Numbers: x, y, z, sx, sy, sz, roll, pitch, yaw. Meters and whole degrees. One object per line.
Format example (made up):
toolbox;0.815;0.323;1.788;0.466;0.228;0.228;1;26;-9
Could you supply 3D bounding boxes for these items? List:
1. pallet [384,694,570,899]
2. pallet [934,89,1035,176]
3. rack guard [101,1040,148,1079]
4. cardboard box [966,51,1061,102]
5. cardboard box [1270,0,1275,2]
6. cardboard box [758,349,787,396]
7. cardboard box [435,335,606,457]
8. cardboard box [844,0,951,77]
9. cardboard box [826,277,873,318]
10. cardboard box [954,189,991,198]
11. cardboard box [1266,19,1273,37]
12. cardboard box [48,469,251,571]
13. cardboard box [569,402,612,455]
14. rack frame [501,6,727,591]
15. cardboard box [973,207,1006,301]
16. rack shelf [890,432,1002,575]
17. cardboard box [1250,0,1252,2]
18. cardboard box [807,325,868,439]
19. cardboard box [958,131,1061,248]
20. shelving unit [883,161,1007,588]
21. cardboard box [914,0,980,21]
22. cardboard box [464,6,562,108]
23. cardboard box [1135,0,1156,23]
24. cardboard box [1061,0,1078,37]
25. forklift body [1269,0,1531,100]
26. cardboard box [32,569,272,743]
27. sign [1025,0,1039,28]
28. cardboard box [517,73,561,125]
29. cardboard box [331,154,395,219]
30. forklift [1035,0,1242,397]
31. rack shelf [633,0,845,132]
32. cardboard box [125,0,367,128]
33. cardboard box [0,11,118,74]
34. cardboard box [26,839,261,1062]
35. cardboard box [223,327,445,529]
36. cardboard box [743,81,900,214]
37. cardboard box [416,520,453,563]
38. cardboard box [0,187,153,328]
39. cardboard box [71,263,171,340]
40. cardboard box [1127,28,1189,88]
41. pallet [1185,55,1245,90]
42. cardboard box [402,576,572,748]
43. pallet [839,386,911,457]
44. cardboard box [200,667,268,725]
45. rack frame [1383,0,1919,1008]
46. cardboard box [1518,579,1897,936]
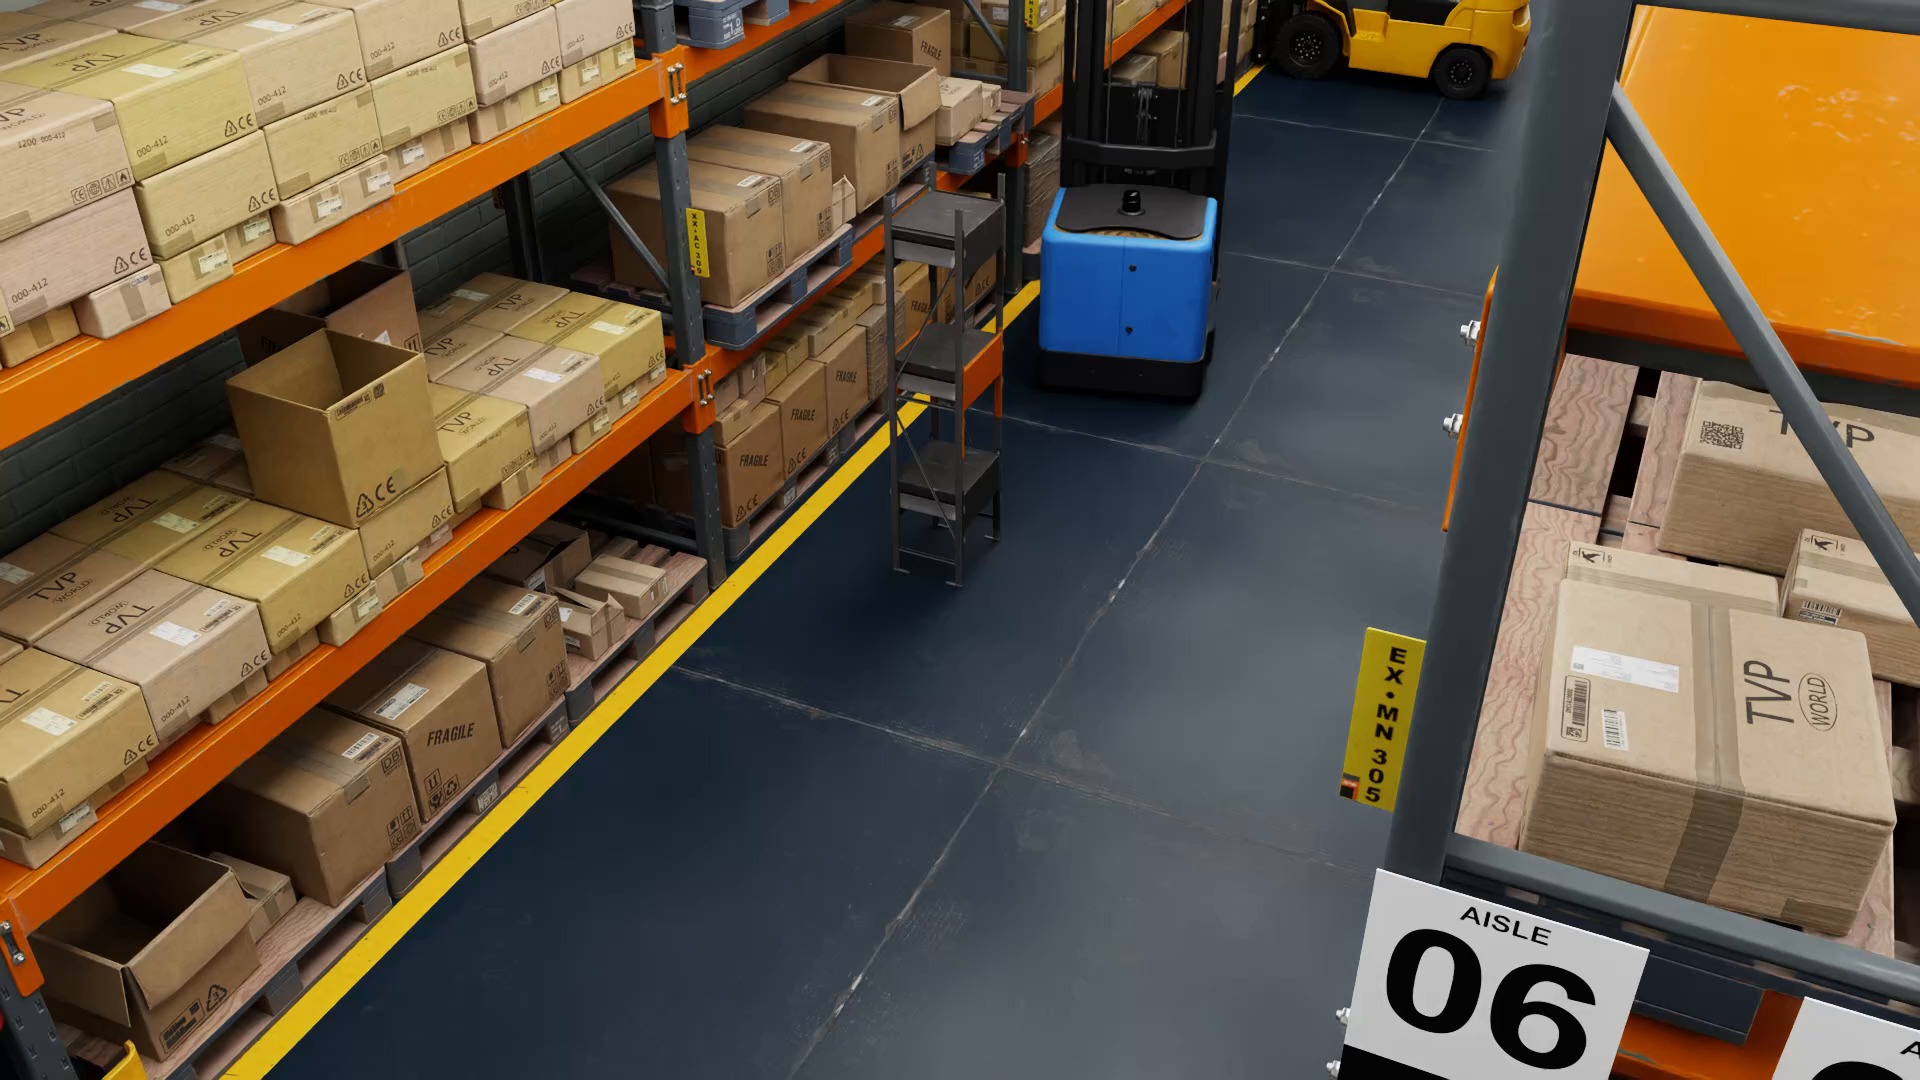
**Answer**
pallet;-2.509;0.986;7.422;1.003;0.211;1.213;14;36;20
pallet;-0.258;-2.690;10.660;1.213;0.211;1.003;14;36;20
rack guard;-3.353;1.868;5.813;1.175;0.500;0.348;14;36;20
cardboard box;0.370;-3.226;11.439;0.500;0.250;0.500;14;36;21
cardboard box;2.760;-5.271;16.090;0.500;0.250;0.500;14;36;20
cardboard box;-1.177;-0.937;9.117;0.380;0.149;0.250;12;35;18
cardboard box;-1.899;-0.631;7.210;0.500;0.250;0.500;14;36;21
cardboard box;-0.395;-3.121;10.668;0.500;0.500;0.500;16;36;23
cardboard box;-0.744;-1.456;9.909;0.380;0.149;0.250;14;36;21
cardboard box;-0.015;-2.221;11.075;0.380;0.149;0.250;12;35;18
cardboard box;2.768;-5.071;16.241;0.500;0.250;0.500;15;36;22
cardboard box;-3.005;0.007;6.238;0.500;0.250;0.500;15;36;22
cardboard box;-1.792;-0.540;7.436;0.380;0.149;0.250;15;36;22
rack frame;-1.712;-1.131;8.108;1.000;3.000;0.127;14;36;20
cardboard box;-0.020;-1.994;11.321;0.500;0.500;0.500;15;36;22
rack shelf;-0.069;-0.199;8.808;0.431;0.518;0.480;14;36;20
cardboard box;2.544;-5.231;15.574;0.500;0.250;0.500;15;36;22
cardboard box;-0.878;-0.966;9.753;0.500;0.500;0.500;13;35;19
cardboard box;0.235;-2.614;12.152;0.875;0.625;0.625;15;36;22
shelving unit;-0.069;-0.796;8.417;0.431;2.100;0.503;14;36;20
cardboard box;-0.086;-3.645;11.259;0.380;0.149;0.250;15;36;22
cardboard box;-1.894;-1.888;6.393;0.500;0.250;0.500;13;35;19
cardboard box;1.221;-4.250;13.001;0.500;0.250;0.500;14;36;21
cardboard box;0.580;-3.684;11.682;0.500;0.250;0.500;15;36;22
forklift body;4.173;-5.390;15.377;2.313;2.155;1.214;14;36;20
cardboard box;-2.740;0.384;5.663;0.500;0.250;0.500;15;36;21
sign;0.459;-3.455;10.668;0.100;0.325;0.005;14;36;20
cardboard box;-1.819;-1.781;6.593;0.380;0.149;0.250;15;36;22
cardboard box;-2.211;-1.260;5.799;0.380;0.149;0.250;15;36;21
forklift;1.245;-2.914;10.889;1.130;2.935;3.031;6;34;9
rack shelf;-0.875;-3.081;9.002;1.077;0.370;4.000;14;36;20
cardboard box;-2.340;-1.586;5.476;0.500;0.250;0.500;15;36;22
cardboard box;-3.028;-1.468;5.295;0.500;0.250;0.500;15;36;21
cardboard box;-3.043;1.446;6.071;0.797;0.503;0.637;13;35;19
cardboard box;-2.323;-0.426;6.214;0.500;0.500;0.500;15;36;22
cardboard box;-0.761;-2.187;9.245;0.700;0.500;0.500;14;36;20
cardboard box;-2.277;-0.045;6.681;0.380;0.149;0.250;14;36;20
cardboard box;-2.757;-0.872;4.842;0.500;0.250;0.500;15;36;21
cardboard box;-2.634;-0.755;5.028;0.380;0.149;0.250;15;36;22
cardboard box;1.427;-4.036;14.321;0.875;0.625;0.625;16;36;23
pallet;2.006;-4.336;15.539;1.003;0.211;1.213;14;36;20
cardboard box;-2.216;0.514;7.496;0.700;0.500;0.500;13;35;19
pallet;-0.897;-0.989;10.434;1.003;0.211;1.213;14;36;20
cardboard box;-2.694;0.477;5.884;0.380;0.149;0.250;15;36;22
rack frame;1.125;-0.511;1.691;1.000;3.000;0.127;14;36;20
cardboard box;1.231;0.344;2.786;0.500;0.250;0.500;11;35;16
